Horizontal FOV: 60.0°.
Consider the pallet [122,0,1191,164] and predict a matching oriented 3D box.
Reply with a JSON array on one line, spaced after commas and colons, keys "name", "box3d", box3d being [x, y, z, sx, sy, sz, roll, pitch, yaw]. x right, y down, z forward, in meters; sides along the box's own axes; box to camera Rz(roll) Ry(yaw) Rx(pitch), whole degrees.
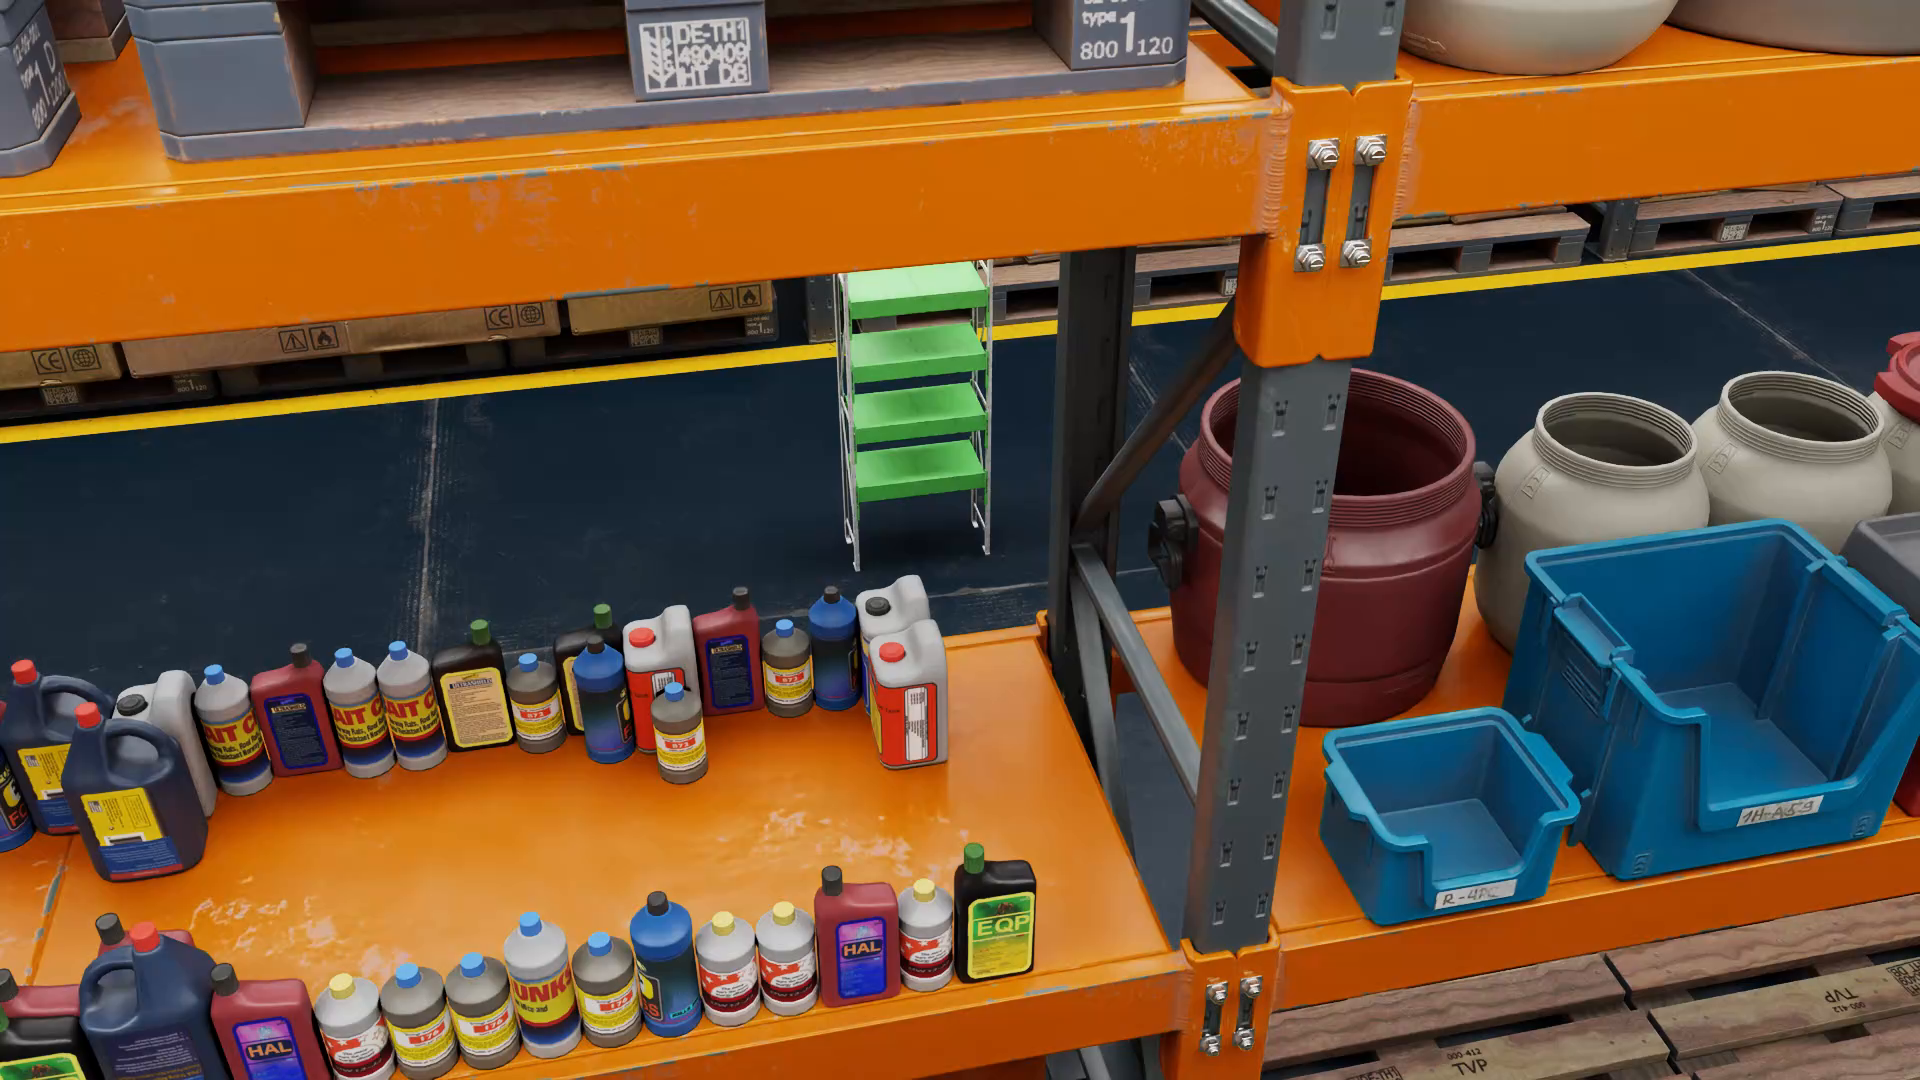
[{"name": "pallet", "box3d": [-0.409, -0.846, 2.297, 1.213, 0.211, 1.003, -7, 35, -11]}]

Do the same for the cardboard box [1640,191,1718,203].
[{"name": "cardboard box", "box3d": [3.566, -2.067, 8.505, 0.500, 0.500, 0.500, -8, 35, -12]}]

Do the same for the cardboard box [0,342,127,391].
[{"name": "cardboard box", "box3d": [-4.016, -1.302, 7.028, 0.875, 0.875, 1.225, -7, 35, -10]}]

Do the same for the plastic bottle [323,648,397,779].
[{"name": "plastic bottle", "box3d": [-1.156, 0.324, 3.191, 0.097, 0.271, 0.097, 0, 34, 0]}]

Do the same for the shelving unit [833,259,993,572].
[{"name": "shelving unit", "box3d": [-0.161, -0.478, 5.885, 0.503, 1.200, 0.258, -7, 35, -11]}]

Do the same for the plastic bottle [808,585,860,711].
[{"name": "plastic bottle", "box3d": [-0.254, 0.210, 3.360, 0.097, 0.271, 0.097, 0, 34, 0]}]

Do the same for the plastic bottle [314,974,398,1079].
[{"name": "plastic bottle", "box3d": [-0.948, 0.761, 2.603, 0.097, 0.201, 0.097, 0, 34, 0]}]

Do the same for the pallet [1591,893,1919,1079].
[{"name": "pallet", "box3d": [2.310, 1.216, 4.249, 1.213, 0.211, 1.003, -7, 35, -11]}]

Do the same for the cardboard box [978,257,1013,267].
[{"name": "cardboard box", "box3d": [-0.085, -1.650, 7.865, 0.500, 0.500, 0.700, -9, 35, -13]}]

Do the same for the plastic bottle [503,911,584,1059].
[{"name": "plastic bottle", "box3d": [-0.664, 0.696, 2.637, 0.097, 0.271, 0.097, 0, 34, 0]}]

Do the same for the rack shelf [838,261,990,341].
[{"name": "rack shelf", "box3d": [-0.161, -0.823, 5.653, 0.480, 0.148, 0.258, -7, 35, -11]}]

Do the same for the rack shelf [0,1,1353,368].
[{"name": "rack shelf", "box3d": [-1.592, -0.421, 2.139, 4.000, 0.370, 1.077, -7, 35, -11]}]

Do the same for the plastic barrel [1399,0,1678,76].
[{"name": "plastic barrel", "box3d": [0.729, -0.884, 2.082, 0.421, 0.512, 0.421, 0, 34, 0]}]

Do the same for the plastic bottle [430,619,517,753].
[{"name": "plastic bottle", "box3d": [-0.952, 0.283, 3.241, 0.133, 0.283, 0.061, -7, 35, -11]}]

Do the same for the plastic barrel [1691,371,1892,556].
[{"name": "plastic barrel", "box3d": [1.725, -0.061, 3.548, 0.421, 0.512, 0.421, 0, 34, 0]}]

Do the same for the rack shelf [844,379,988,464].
[{"name": "rack shelf", "box3d": [-0.161, -0.425, 5.921, 0.480, 0.148, 0.258, -7, 35, -11]}]

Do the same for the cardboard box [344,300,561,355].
[{"name": "cardboard box", "box3d": [-2.283, -1.525, 7.361, 0.875, 0.875, 1.225, -7, 35, -10]}]

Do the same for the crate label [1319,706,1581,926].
[{"name": "crate label", "box3d": [0.852, 0.502, 2.961, 0.416, 0.233, 0.303, -7, 35, -11]}]

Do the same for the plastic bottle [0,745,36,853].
[{"name": "plastic bottle", "box3d": [-1.774, 0.437, 3.023, 0.097, 0.271, 0.097, 0, 34, 0]}]

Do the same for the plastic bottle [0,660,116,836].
[{"name": "plastic bottle", "box3d": [-1.644, 0.366, 3.057, 0.185, 0.351, 0.144, -7, 35, -11]}]

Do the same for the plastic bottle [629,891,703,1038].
[{"name": "plastic bottle", "box3d": [-0.474, 0.672, 2.673, 0.097, 0.271, 0.097, 0, 34, 0]}]

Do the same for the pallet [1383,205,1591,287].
[{"name": "pallet", "box3d": [2.408, -1.649, 8.518, 1.213, 0.211, 1.003, -7, 35, -11]}]

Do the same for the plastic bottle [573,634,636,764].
[{"name": "plastic bottle", "box3d": [-0.692, 0.300, 3.226, 0.097, 0.271, 0.097, 0, 34, 0]}]

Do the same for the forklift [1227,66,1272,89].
[{"name": "forklift", "box3d": [0.450, -3.898, 9.429, 3.031, 2.935, 1.130, -7, 34, -10]}]

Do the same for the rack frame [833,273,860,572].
[{"name": "rack frame", "box3d": [-0.399, -0.448, 5.841, 0.015, 1.200, 0.240, -7, 35, -11]}]

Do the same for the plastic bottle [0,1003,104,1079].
[{"name": "plastic bottle", "box3d": [-1.367, 0.790, 2.486, 0.133, 0.283, 0.061, -7, 35, -11]}]

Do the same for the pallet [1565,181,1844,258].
[{"name": "pallet", "box3d": [3.814, -1.847, 8.814, 1.213, 0.211, 1.003, -7, 35, -11]}]

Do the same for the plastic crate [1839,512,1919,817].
[{"name": "plastic crate", "box3d": [2.002, 0.221, 3.171, 0.583, 0.464, 0.402, -7, 35, -11]}]

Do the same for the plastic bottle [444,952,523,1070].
[{"name": "plastic bottle", "box3d": [-0.758, 0.737, 2.639, 0.097, 0.201, 0.097, 0, 34, 0]}]

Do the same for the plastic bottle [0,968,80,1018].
[{"name": "plastic bottle", "box3d": [-1.381, 0.757, 2.535, 0.133, 0.283, 0.061, -7, 35, -11]}]

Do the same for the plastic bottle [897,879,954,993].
[{"name": "plastic bottle", "box3d": [-0.059, 0.648, 2.770, 0.097, 0.201, 0.097, 0, 34, 0]}]

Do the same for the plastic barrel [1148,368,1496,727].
[{"name": "plastic barrel", "box3d": [0.744, 0.002, 3.433, 0.708, 0.536, 0.600, -7, 35, -11]}]

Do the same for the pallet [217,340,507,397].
[{"name": "pallet", "box3d": [-2.707, -1.050, 7.625, 1.213, 0.211, 1.003, -7, 35, -11]}]

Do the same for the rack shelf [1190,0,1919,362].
[{"name": "rack shelf", "box3d": [2.309, -0.913, 2.872, 4.000, 0.370, 1.077, -7, 35, -11]}]

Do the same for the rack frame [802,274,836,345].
[{"name": "rack frame", "box3d": [-0.734, -2.412, 7.152, 0.127, 3.000, 1.000, -7, 35, -11]}]

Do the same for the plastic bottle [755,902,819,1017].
[{"name": "plastic bottle", "box3d": [-0.284, 0.677, 2.728, 0.097, 0.201, 0.097, 0, 34, 0]}]

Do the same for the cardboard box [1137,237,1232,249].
[{"name": "cardboard box", "box3d": [1.004, -1.798, 8.086, 0.500, 0.500, 0.700, -4, 34, -7]}]

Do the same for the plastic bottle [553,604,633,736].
[{"name": "plastic bottle", "box3d": [-0.727, 0.255, 3.283, 0.133, 0.283, 0.061, -7, 35, -11]}]

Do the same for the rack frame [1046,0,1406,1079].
[{"name": "rack frame", "box3d": [0.358, 0.280, 3.141, 0.127, 3.000, 1.000, -7, 35, -11]}]

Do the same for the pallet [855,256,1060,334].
[{"name": "pallet", "box3d": [0.028, -1.349, 8.071, 1.213, 0.211, 1.003, -7, 35, -11]}]

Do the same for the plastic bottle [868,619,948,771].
[{"name": "plastic bottle", "box3d": [-0.101, 0.292, 3.235, 0.135, 0.276, 0.152, -7, 35, -11]}]

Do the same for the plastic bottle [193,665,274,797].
[{"name": "plastic bottle", "box3d": [-1.381, 0.352, 3.148, 0.097, 0.271, 0.097, 0, 34, 0]}]

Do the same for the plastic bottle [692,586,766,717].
[{"name": "plastic bottle", "box3d": [-0.466, 0.222, 3.332, 0.133, 0.283, 0.061, -7, 35, -11]}]

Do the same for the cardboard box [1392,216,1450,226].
[{"name": "cardboard box", "box3d": [2.094, -1.936, 8.292, 0.500, 0.500, 0.700, -7, 35, -11]}]
